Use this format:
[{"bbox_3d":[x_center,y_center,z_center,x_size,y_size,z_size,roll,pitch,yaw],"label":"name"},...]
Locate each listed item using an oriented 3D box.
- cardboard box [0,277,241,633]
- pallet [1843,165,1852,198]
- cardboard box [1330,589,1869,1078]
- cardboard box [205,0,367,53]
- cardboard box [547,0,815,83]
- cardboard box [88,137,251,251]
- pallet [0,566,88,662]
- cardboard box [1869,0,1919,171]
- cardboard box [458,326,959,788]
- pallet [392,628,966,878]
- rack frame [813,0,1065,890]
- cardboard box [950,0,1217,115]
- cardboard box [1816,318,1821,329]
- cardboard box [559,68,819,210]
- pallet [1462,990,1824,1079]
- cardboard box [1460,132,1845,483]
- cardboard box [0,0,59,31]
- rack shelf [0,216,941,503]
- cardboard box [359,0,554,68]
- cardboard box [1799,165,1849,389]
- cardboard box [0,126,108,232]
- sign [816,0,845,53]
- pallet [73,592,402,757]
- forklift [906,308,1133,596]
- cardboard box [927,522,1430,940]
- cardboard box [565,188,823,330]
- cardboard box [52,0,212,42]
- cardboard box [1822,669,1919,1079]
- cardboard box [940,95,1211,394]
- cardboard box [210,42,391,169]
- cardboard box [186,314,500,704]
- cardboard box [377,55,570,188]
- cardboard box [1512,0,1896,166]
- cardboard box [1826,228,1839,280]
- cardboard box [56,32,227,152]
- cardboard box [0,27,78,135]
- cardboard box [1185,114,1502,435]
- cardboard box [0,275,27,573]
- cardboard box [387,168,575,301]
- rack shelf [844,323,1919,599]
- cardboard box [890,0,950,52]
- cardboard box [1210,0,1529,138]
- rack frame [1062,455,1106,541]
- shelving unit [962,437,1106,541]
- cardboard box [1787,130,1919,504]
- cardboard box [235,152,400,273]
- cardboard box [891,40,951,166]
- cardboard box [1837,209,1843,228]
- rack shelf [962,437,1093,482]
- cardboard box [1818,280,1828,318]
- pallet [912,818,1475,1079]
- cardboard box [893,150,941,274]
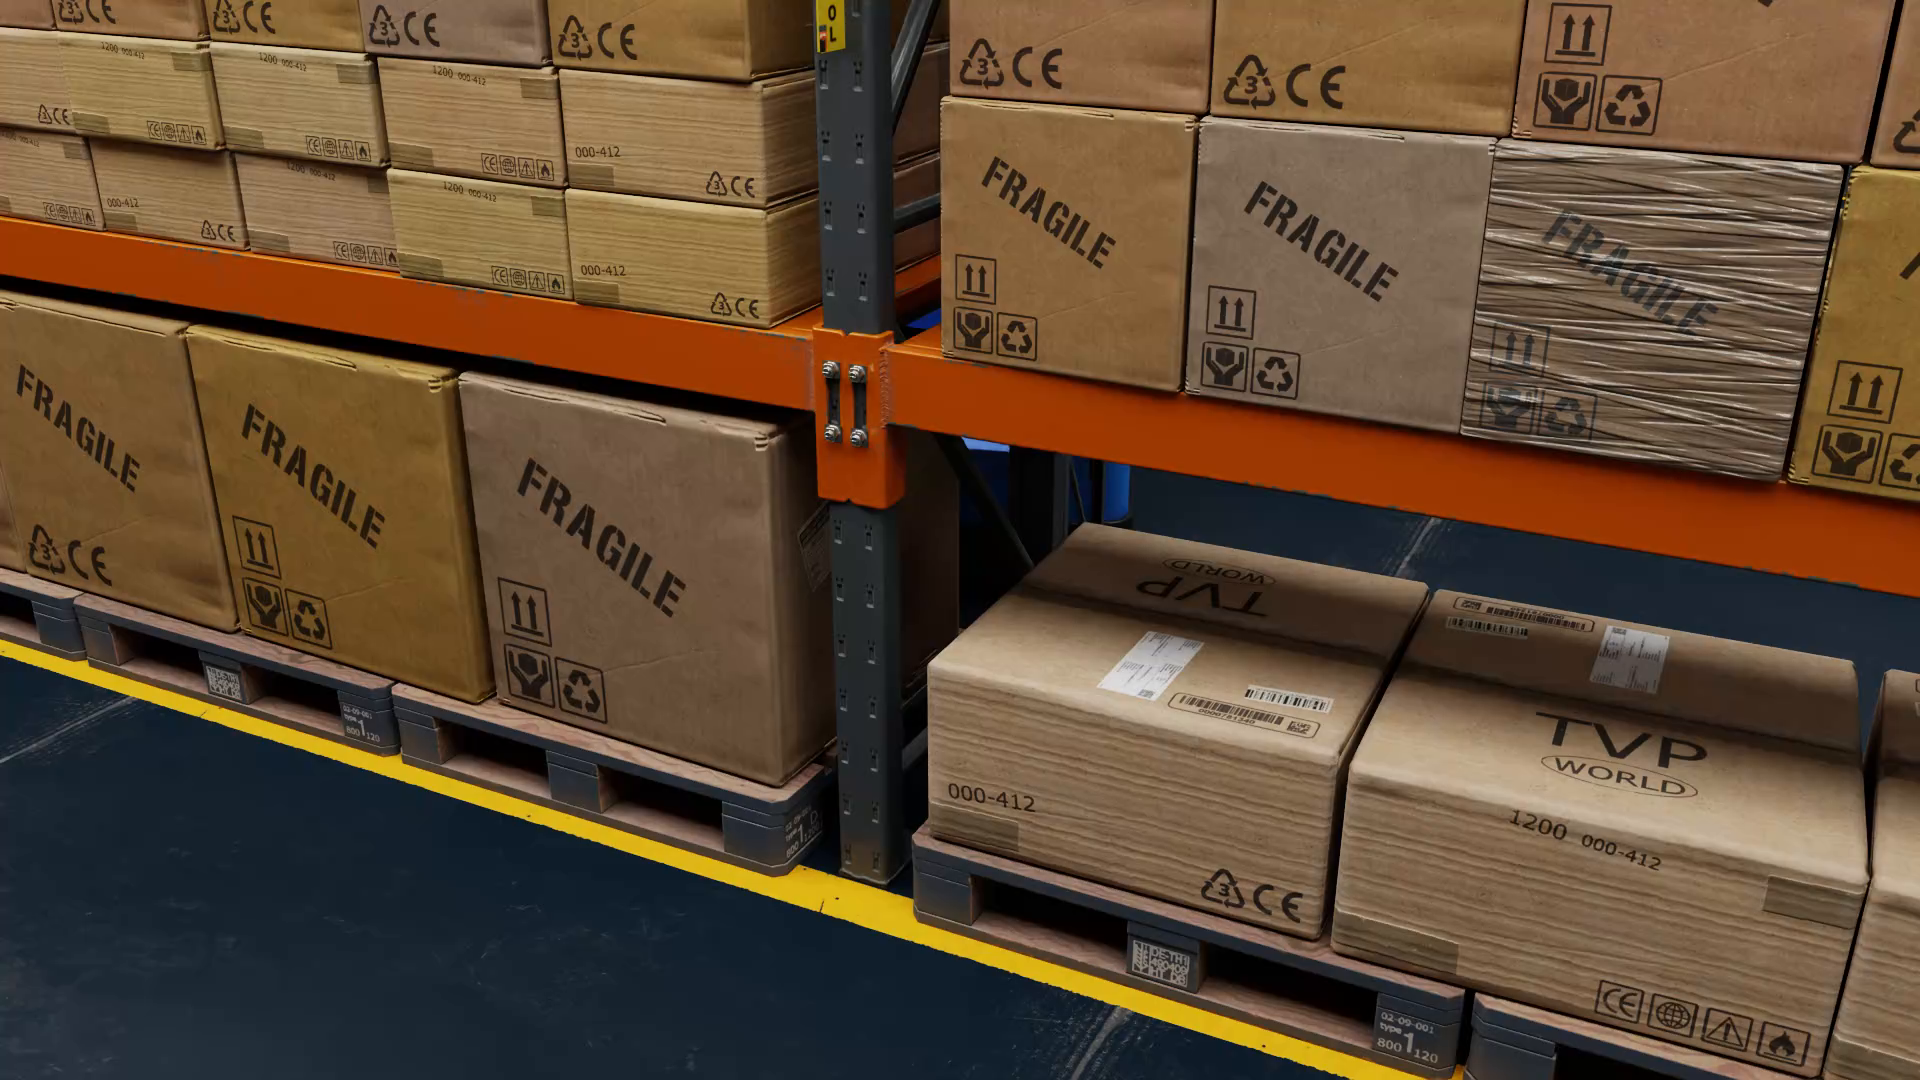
[{"bbox_3d":[-2.198,-0.368,4.962,0.875,0.875,0.875,12,26,25],"label":"cardboard box"},{"bbox_3d":[6.206,-2.558,11.495,1.213,0.211,1.003,11,25,25],"label":"pallet"},{"bbox_3d":[1.310,0.536,3.395,0.875,0.438,0.875,10,25,23],"label":"cardboard box"},{"bbox_3d":[-1.422,-1.439,3.895,0.500,0.500,0.500,12,26,26],"label":"cardboard box"},{"bbox_3d":[-0.513,-1.254,3.460,0.500,0.500,0.500,12,26,26],"label":"cardboard box"},{"bbox_3d":[-1.874,-0.954,4.353,0.500,0.250,0.500,11,25,25],"label":"cardboard box"},{"bbox_3d":[-2.901,-0.014,5.513,1.213,0.211,1.003,11,25,25],"label":"pallet"},{"bbox_3d":[1.663,-0.818,2.436,0.500,0.500,0.500,11,25,24],"label":"cardboard box"},{"bbox_3d":[-0.591,-0.053,4.221,0.875,0.875,0.875,12,26,26],"label":"cardboard box"},{"bbox_3d":[-0.724,0.417,4.500,1.213,0.211,1.003,11,25,25],"label":"pallet"},{"bbox_3d":[-0.001,-0.756,3.696,0.127,3.000,1.000,11,25,25],"label":"rack frame"},{"bbox_3d":[0.315,-1.094,3.084,0.500,0.500,0.500,11,26,25],"label":"cardboard box"},{"bbox_3d":[3.767,-0.973,7.312,0.250,0.149,0.380,12,26,26],"label":"cardboard box"},{"bbox_3d":[-0.504,-0.910,3.611,0.500,0.250,0.500,11,25,24],"label":"cardboard box"},{"bbox_3d":[1.735,0.903,3.356,1.213,0.211,1.003,11,25,25],"label":"pallet"},{"bbox_3d":[1.188,-0.448,2.842,0.500,0.500,0.500,11,26,25],"label":"cardboard box"},{"bbox_3d":[-2.339,-1.615,4.310,0.500,0.500,0.500,12,26,26],"label":"cardboard box"},{"bbox_3d":[-1.786,-0.779,4.667,4.000,0.370,1.077,11,25,25],"label":"rack shelf"},{"bbox_3d":[-0.978,-1.343,3.669,0.500,0.500,0.500,12,26,26],"label":"cardboard box"},{"bbox_3d":[1.445,-0.637,3.288,0.500,0.500,0.500,11,25,24],"label":"cardboard box"},{"bbox_3d":[-2.316,-1.040,4.555,0.500,0.250,0.500,12,26,26],"label":"cardboard box"},{"bbox_3d":[-0.237,-1.062,3.035,0.005,0.325,0.100,11,25,25],"label":"sign"},{"bbox_3d":[-1.817,0.202,5.006,1.213,0.211,1.003,11,25,25],"label":"pallet"},{"bbox_3d":[-0.023,-1.700,6.001,1.130,2.935,3.031,-1,23,-1],"label":"forklift"},{"bbox_3d":[0.511,0.378,3.766,0.875,0.438,0.875,11,25,24],"label":"cardboard box"},{"bbox_3d":[-0.515,-0.679,3.705,0.500,0.250,0.500,11,25,23],"label":"cardboard box"},{"bbox_3d":[-1.890,-1.525,4.098,0.500,0.500,0.500,12,26,25],"label":"cardboard box"},{"bbox_3d":[2.114,0.695,3.019,0.875,0.438,0.875,12,26,26],"label":"cardboard box"},{"bbox_3d":[0.300,-0.628,3.266,0.500,0.500,0.500,12,26,26],"label":"cardboard box"},{"bbox_3d":[-1.419,-1.085,4.022,0.500,0.250,0.500,12,26,26],"label":"cardboard box"},{"bbox_3d":[-1.400,-0.210,4.590,0.875,0.875,0.875,12,26,26],"label":"cardboard box"},{"bbox_3d":[-0.954,-0.996,3.812,0.500,0.250,0.500,12,26,26],"label":"cardboard box"},{"bbox_3d":[1.215,-0.908,2.647,0.500,0.500,0.500,12,26,26],"label":"cardboard box"},{"bbox_3d":[3.739,-1.240,7.179,0.250,0.149,0.380,11,26,25],"label":"cardboard box"},{"bbox_3d":[-1.883,-1.170,4.221,0.500,0.250,0.500,12,26,25],"label":"cardboard box"},{"bbox_3d":[-2.330,-1.264,4.442,0.500,0.250,0.500,11,25,24],"label":"cardboard box"},{"bbox_3d":[0.747,-0.538,3.054,0.500,0.500,0.500,11,26,25],"label":"cardboard box"},{"bbox_3d":[-2.992,-0.527,5.335,0.875,0.875,0.875,11,25,24],"label":"cardboard box"},{"bbox_3d":[-0.969,-0.769,3.917,0.500,0.250,0.500,11,25,24],"label":"cardboard box"},{"bbox_3d":[1.784,-0.072,3.006,4.000,0.370,1.077,11,25,25],"label":"rack shelf"},{"bbox_3d":[-0.264,-1.441,3.899,0.500,0.500,0.500,12,26,25],"label":"cardboard box"},{"bbox_3d":[0.762,-1.003,2.869,0.500,0.500,0.500,11,25,24],"label":"cardboard box"},{"bbox_3d":[0.342,-0.381,4.605,0.032,1.500,0.500,5,15,17],"label":"rack frame"},{"bbox_3d":[-0.143,-0.424,4.751,1.048,1.500,0.538,5,15,17],"label":"shelving unit"},{"bbox_3d":[1.647,-0.357,2.628,0.500,0.500,0.500,12,26,26],"label":"cardboard box"},{"bbox_3d":[-1.411,-0.865,4.142,0.500,0.250,0.500,10,25,23],"label":"cardboard box"},{"bbox_3d":[-0.267,-1.094,4.042,0.500,0.250,0.500,10,25,23],"label":"cardboard box"},{"bbox_3d":[3.947,-1.400,7.554,0.250,0.149,0.380,11,26,25],"label":"cardboard box"},{"bbox_3d":[-0.145,-0.250,4.797,1.000,0.185,0.538,5,15,17],"label":"rack shelf"},{"bbox_3d":[3.701,-1.077,7.176,0.250,0.149,0.380,11,26,25],"label":"cardboard box"},{"bbox_3d":[0.642,0.688,3.862,1.213,0.211,1.003,11,25,25],"label":"pallet"},{"bbox_3d":[-0.275,-0.857,4.125,0.500,0.250,0.500,11,25,23],"label":"cardboard box"}]
